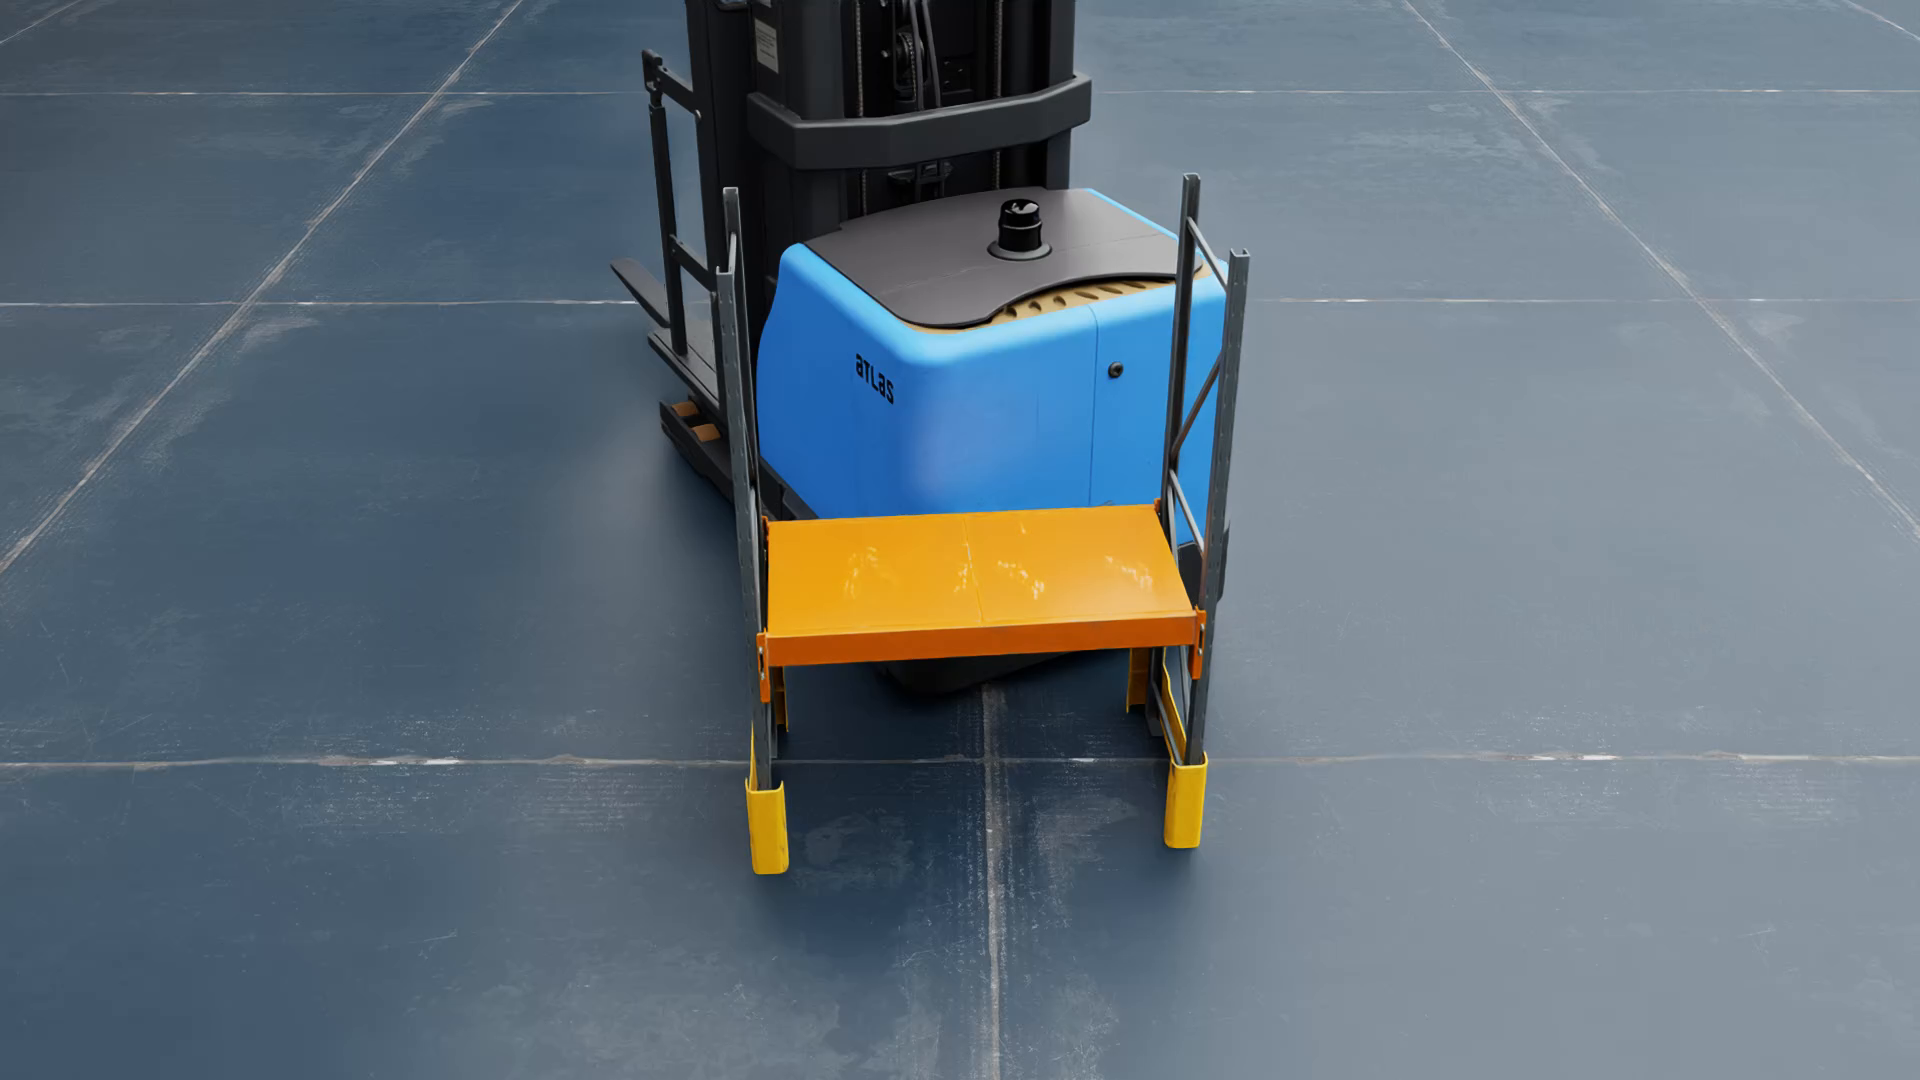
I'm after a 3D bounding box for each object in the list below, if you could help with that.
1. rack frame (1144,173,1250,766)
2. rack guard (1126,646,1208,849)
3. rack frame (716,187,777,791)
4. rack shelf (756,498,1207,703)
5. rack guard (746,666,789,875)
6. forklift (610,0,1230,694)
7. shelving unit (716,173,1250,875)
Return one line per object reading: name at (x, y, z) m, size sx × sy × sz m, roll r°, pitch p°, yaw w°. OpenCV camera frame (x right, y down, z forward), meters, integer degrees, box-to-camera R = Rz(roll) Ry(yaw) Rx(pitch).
rack frame at (0.536, -0.047, 3.882) m, size 0.032 × 1.500 × 0.500 m, roll -3°, pitch 31°, yaw -4°
rack guard at (0.516, 0.488, 4.205) m, size 0.087 × 0.250 × 0.587 m, roll -3°, pitch 31°, yaw -4°
rack frame at (-0.477, 0.001, 3.803) m, size 0.032 × 1.500 × 0.500 m, roll -3°, pitch 31°, yaw -4°
rack shelf at (0.029, 0.130, 3.936) m, size 1.000 × 0.185 × 0.538 m, roll -3°, pitch 31°, yaw -4°
rack guard at (-0.476, 0.535, 4.127) m, size 0.087 × 0.250 × 0.587 m, roll -3°, pitch 31°, yaw -4°
forklift at (-0.380, -1.581, 5.029) m, size 1.130 × 2.935 × 3.031 m, roll -16°, pitch 35°, yaw -24°
shelving unit at (0.020, -0.023, 3.842) m, size 1.083 × 1.500 × 0.587 m, roll -3°, pitch 31°, yaw -4°
